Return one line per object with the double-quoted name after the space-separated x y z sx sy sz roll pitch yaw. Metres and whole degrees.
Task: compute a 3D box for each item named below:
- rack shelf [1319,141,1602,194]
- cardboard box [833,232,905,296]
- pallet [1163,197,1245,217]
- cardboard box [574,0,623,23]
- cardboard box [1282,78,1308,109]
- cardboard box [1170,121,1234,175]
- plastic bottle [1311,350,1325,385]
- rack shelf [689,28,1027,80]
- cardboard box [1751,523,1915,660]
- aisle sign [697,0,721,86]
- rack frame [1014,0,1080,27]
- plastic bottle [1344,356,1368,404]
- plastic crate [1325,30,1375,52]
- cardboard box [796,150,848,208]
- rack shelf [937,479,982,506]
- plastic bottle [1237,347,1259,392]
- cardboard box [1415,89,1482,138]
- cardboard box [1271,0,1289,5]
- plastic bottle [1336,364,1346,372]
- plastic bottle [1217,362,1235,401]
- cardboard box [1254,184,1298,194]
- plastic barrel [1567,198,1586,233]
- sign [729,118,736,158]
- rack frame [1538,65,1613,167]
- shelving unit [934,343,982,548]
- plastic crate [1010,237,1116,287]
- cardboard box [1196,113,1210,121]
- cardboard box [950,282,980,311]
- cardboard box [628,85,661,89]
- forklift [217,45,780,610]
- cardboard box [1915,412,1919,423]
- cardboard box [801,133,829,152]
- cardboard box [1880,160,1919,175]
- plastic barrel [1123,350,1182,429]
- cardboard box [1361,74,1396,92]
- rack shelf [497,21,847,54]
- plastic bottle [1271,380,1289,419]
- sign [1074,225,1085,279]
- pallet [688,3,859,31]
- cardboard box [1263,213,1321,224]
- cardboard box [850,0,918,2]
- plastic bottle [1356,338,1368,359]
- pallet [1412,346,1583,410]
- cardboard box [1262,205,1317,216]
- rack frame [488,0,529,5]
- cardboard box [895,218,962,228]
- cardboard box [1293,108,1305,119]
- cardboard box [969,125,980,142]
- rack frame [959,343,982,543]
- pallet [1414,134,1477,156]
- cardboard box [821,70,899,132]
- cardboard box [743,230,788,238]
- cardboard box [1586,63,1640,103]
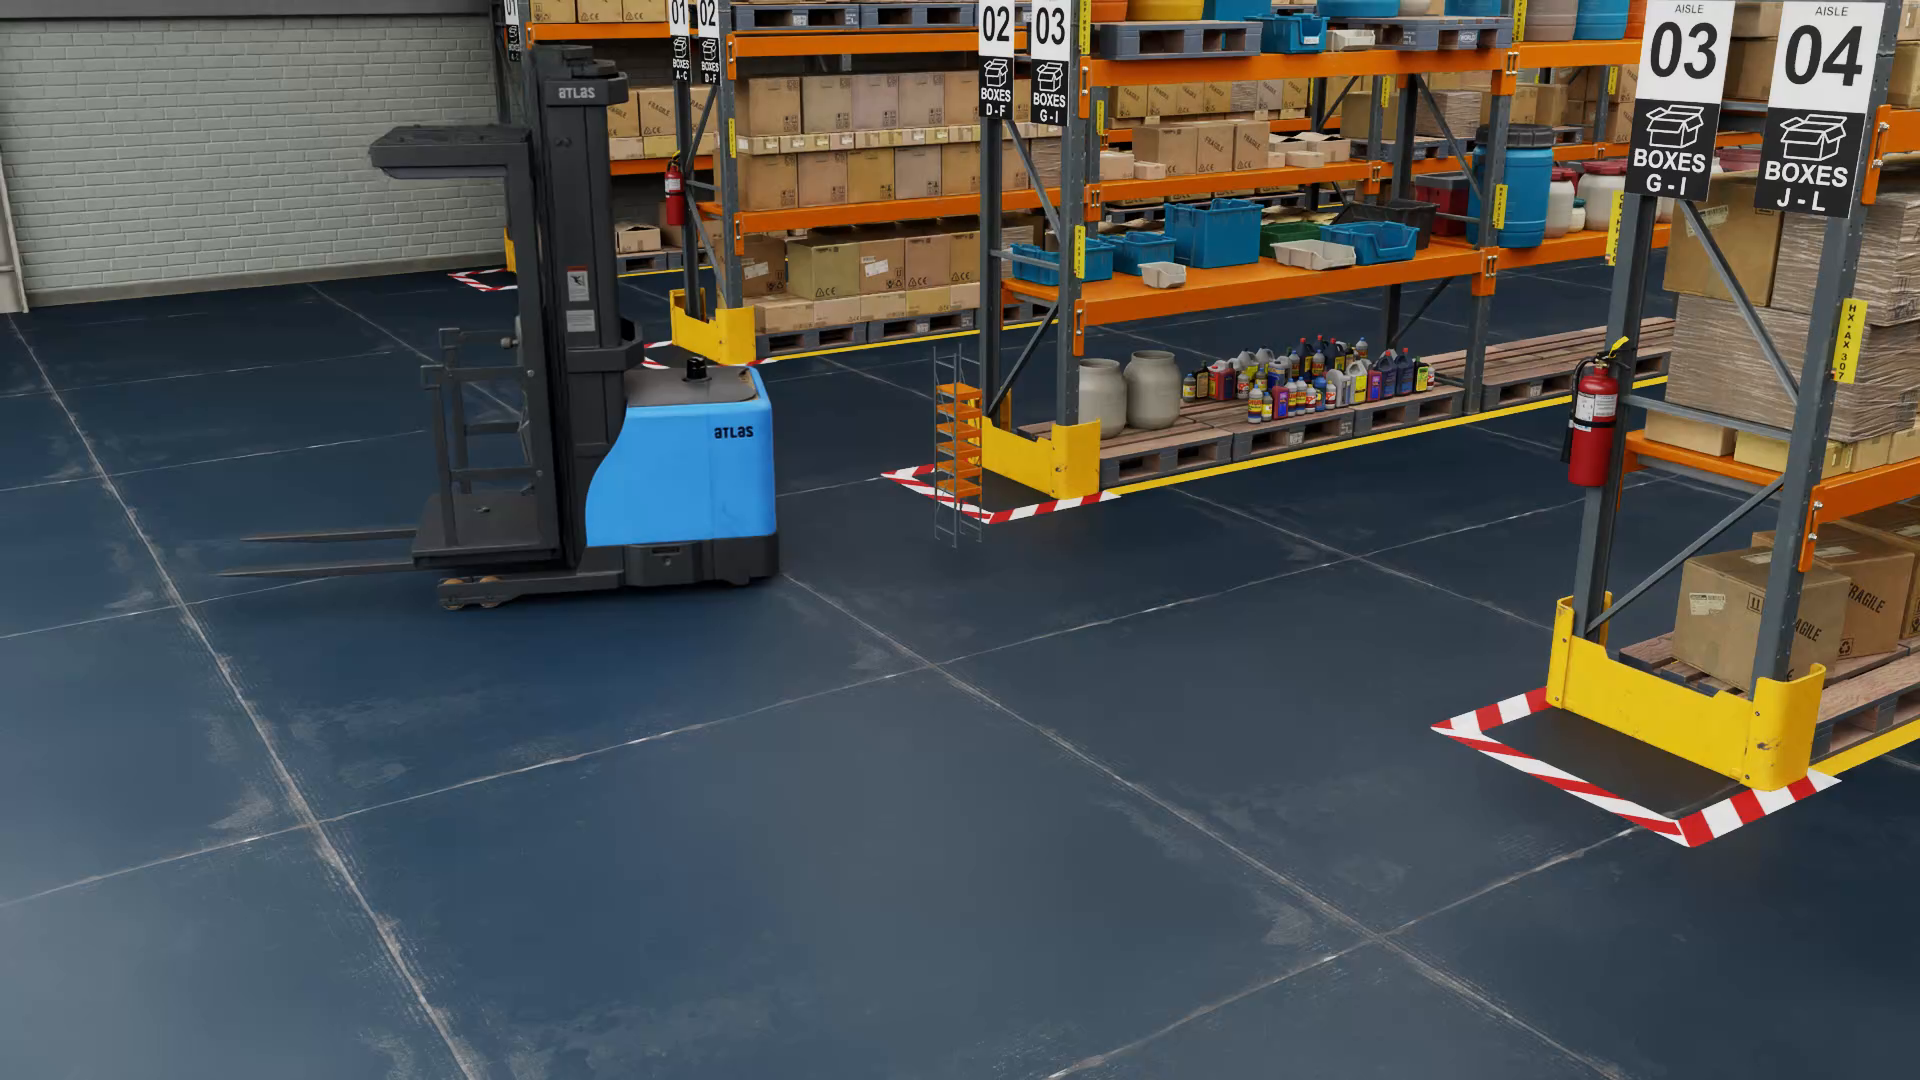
6.089 -4.587 20.252 4.000 0.370 1.077 -12 22 -31 "rack shelf"
-0.866 -2.633 15.815 0.500 0.500 0.500 -12 22 -31 "cardboard box"
3.409 -4.911 24.441 1.213 0.211 1.003 -12 22 -31 "pallet"
-4.105 -6.045 18.572 0.500 0.500 0.500 -10 21 -28 "cardboard box"
4.785 -6.653 24.589 0.500 0.500 0.500 -12 22 -32 "cardboard box"
2.587 -4.230 17.917 0.500 0.500 0.500 -12 22 -31 "cardboard box"
2.842 -1.372 13.193 0.097 0.271 0.097 0 19 0 "plastic bottle"
-0.592 -4.599 15.603 4.000 0.370 1.077 -12 22 -31 "rack shelf"
4.193 0.250 8.070 0.500 0.500 0.500 -6 20 -17 "cardboard box"
-2.149 -4.304 14.233 0.004 0.787 0.394 -12 22 -31 "aisle sign"
0.458 -4.682 10.044 0.127 3.000 1.000 -12 22 -31 "rack frame"
2.990 -1.217 12.611 0.185 0.351 0.144 -12 22 -32 "plastic bottle"
2.681 -3.450 11.495 0.396 0.136 0.243 -12 22 -31 "plastic crate"
-1.430 -3.386 15.421 0.500 0.500 0.700 -11 22 -30 "cardboard box"
-0.012 -0.296 10.136 0.180 0.103 0.258 -12 22 -31 "rack shelf"
2.229 -1.327 12.934 0.185 0.351 0.144 -11 22 -29 "plastic bottle"
5.751 -5.073 19.754 0.500 0.500 0.700 -8 20 -21 "cardboard box"
3.159 -5.834 17.713 0.500 0.250 0.500 -12 22 -32 "cardboard box"
2.912 -1.208 12.690 0.133 0.283 0.061 -12 22 -31 "plastic bottle"
2.036 -1.212 12.699 0.133 0.283 0.061 -12 22 -31 "plastic bottle"
4.560 -5.635 24.931 0.750 0.750 0.750 -12 22 -31 "cardboard box"
4.989 -2.672 13.680 0.301 0.262 0.301 0 19 0 "plastic barrel"
-1.963 -3.464 14.333 0.005 0.325 0.100 -12 22 -31 "sign"
7.759 -5.280 21.178 0.127 3.000 1.000 -12 22 -31 "rack frame"
-0.012 -0.566 10.045 0.189 1.200 0.258 -12 22 -31 "shelving unit"
0.712 -1.938 11.527 0.616 0.251 0.499 -12 22 -31 "plastic crate"
3.369 -6.059 23.845 0.250 0.149 0.380 -12 22 -31 "cardboard box"
-0.022 -2.449 16.444 0.500 0.250 0.500 -12 22 -31 "cardboard box"
-3.858 -5.102 19.685 0.500 0.500 0.500 -13 22 -33 "cardboard box"
-2.599 -1.189 9.186 3.031 2.935 1.130 -4 19 -11 "forklift"
4.185 -0.512 7.467 0.250 0.149 0.380 -12 22 -31 "cardboard box"
-1.389 -3.623 15.109 0.250 0.149 0.380 -12 22 -31 "cardboard box"
4.339 -1.518 7.868 0.500 0.500 0.500 -12 22 -31 "cardboard box"
1.385 -1.086 12.001 0.421 0.512 0.421 0 19 0 "plastic barrel"
6.106 -6.965 25.693 0.700 0.700 0.980 -13 22 -33 "cardboard box"
-3.320 -5.923 19.520 4.000 0.370 1.077 -12 22 -31 "rack shelf"
2.343 -1.033 12.171 0.133 0.283 0.061 -11 22 -31 "plastic bottle"
0.757 -1.824 10.523 0.005 0.325 0.100 -12 22 -31 "sign"
-1.658 -4.663 14.808 1.213 0.211 1.003 -12 22 -31 "pallet"
3.686 -3.486 18.634 0.500 0.311 0.500 -12 22 -32 "cardboard box"
-0.726 -5.119 14.989 0.500 0.500 0.500 -12 22 -31 "cardboard box"
3.292 -1.522 13.637 0.097 0.271 0.097 0 19 0 "plastic bottle"
4.434 -1.373 13.976 1.213 0.211 1.003 -12 22 -31 "pallet"
3.820 -3.724 19.337 0.500 0.311 0.500 -11 22 -30 "cardboard box"
-4.990 -7.332 17.883 0.127 3.000 1.000 -12 22 -31 "rack frame"
-0.317 -2.948 16.748 0.500 0.500 0.500 -12 22 -31 "cardboard box"
4.905 -6.359 24.733 0.250 0.149 0.380 -12 22 -31 "cardboard box"
0.118 -3.941 16.051 0.250 0.149 0.380 -12 22 -32 "cardboard box"
0.064 -0.582 10.093 0.006 1.200 0.240 -12 22 -31 "rack frame"
6.040 -4.828 20.142 1.213 0.211 1.003 -12 22 -31 "pallet"
-0.965 -4.099 15.505 0.500 0.500 0.700 -12 22 -31 "cardboard box"
-2.494 -4.026 20.685 0.500 0.500 0.500 -14 23 -35 "cardboard box"
8.308 -5.809 21.025 0.500 0.500 0.500 -11 22 -30 "cardboard box"
